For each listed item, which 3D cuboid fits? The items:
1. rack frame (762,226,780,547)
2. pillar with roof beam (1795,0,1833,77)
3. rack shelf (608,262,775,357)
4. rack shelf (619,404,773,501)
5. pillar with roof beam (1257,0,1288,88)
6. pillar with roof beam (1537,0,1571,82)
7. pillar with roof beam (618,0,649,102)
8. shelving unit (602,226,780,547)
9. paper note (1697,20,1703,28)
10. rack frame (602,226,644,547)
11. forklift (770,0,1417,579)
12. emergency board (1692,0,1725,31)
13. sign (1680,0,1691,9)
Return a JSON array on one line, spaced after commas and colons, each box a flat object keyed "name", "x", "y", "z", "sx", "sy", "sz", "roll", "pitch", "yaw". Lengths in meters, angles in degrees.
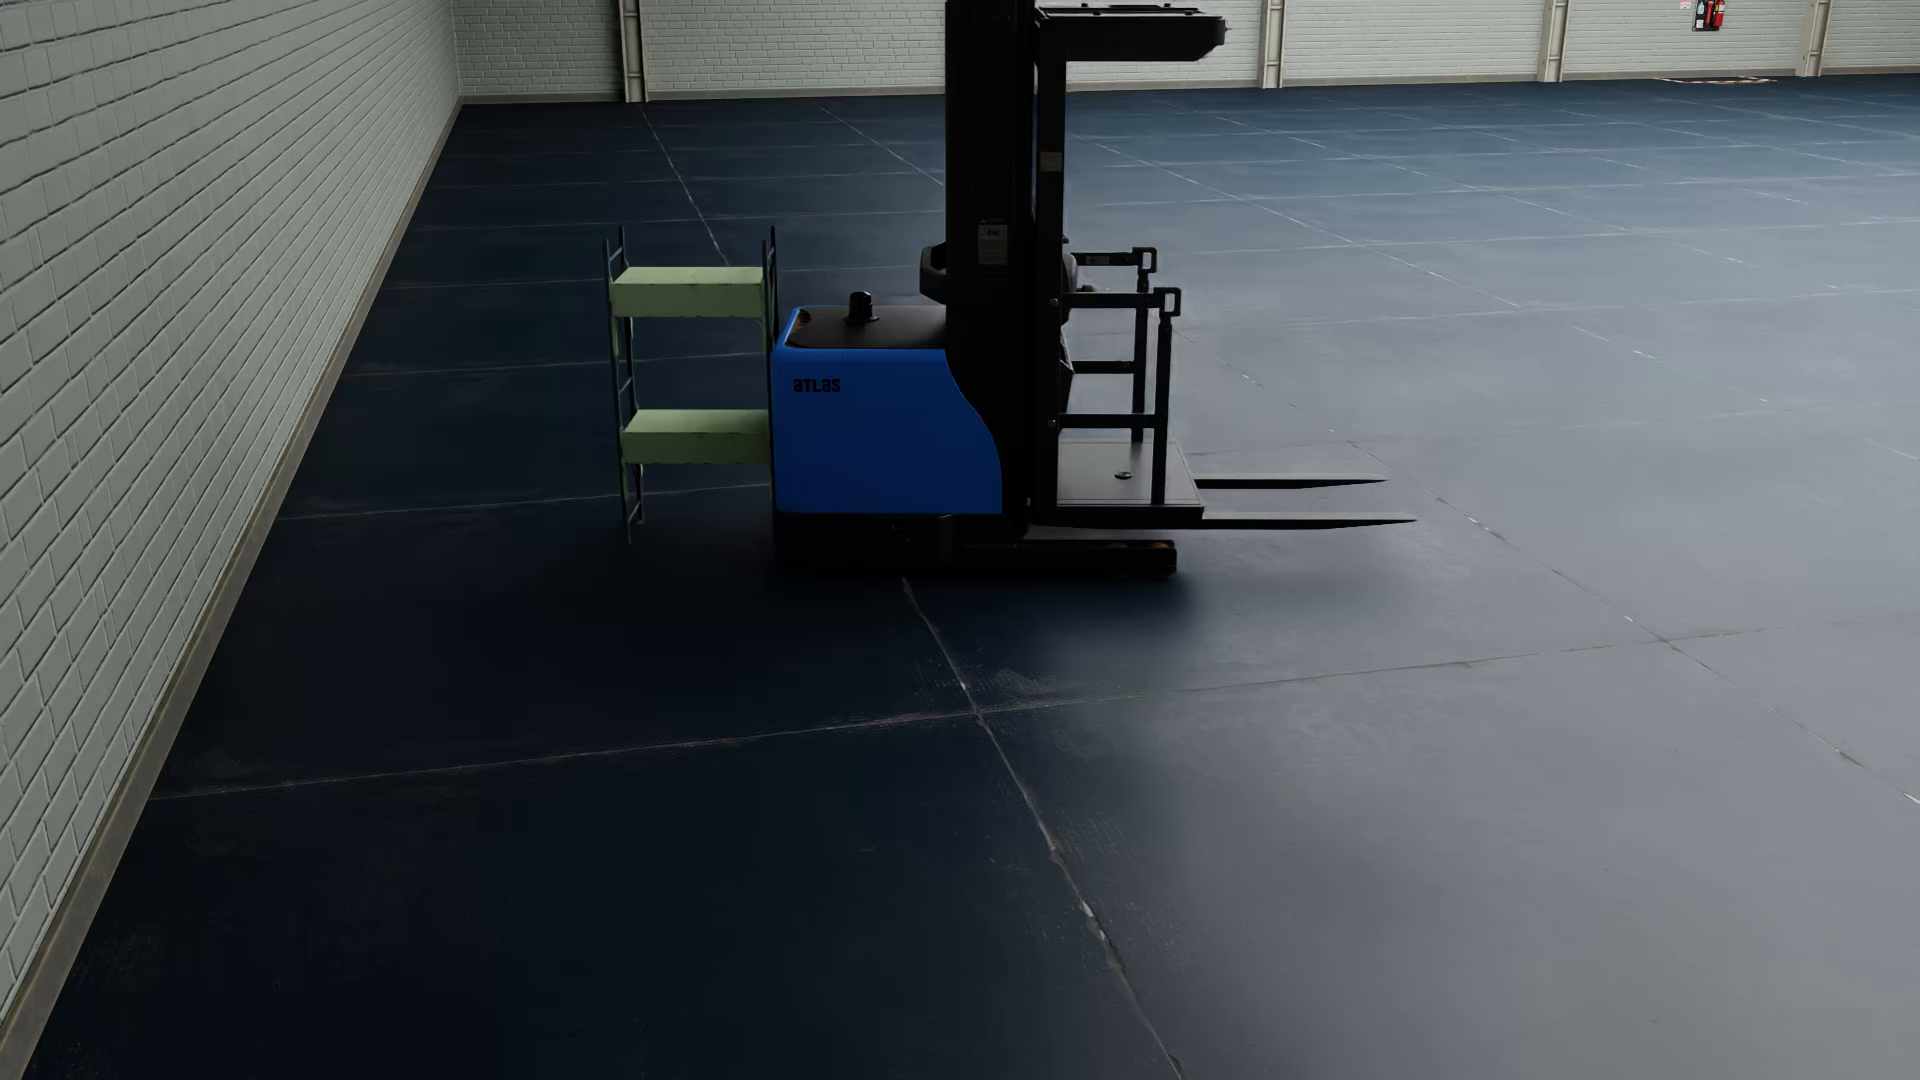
[{"name": "rack frame", "x": -0.898, "y": -0.739, "z": 8.070, "sx": 0.023, "sy": 1.500, "sz": 0.400, "roll": 0, "pitch": 20, "yaw": 0}, {"name": "pillar with roof beam", "x": 18.623, "y": -12.448, "z": 29.131, "sx": 0.400, "sy": 9.000, "sz": 9.100, "roll": -5, "pitch": 21, "yaw": -12}, {"name": "rack shelf", "x": -1.264, "y": -1.106, "z": 7.937, "sx": 0.720, "sy": 0.370, "sz": 0.431, "roll": 0, "pitch": 20, "yaw": 0}, {"name": "rack shelf", "x": -1.264, "y": -0.434, "z": 8.183, "sx": 0.720, "sy": 0.370, "sz": 0.431, "roll": 0, "pitch": 20, "yaw": 0}, {"name": "pillar with roof beam", "x": 6.945, "y": -11.498, "z": 26.538, "sx": 0.400, "sy": 9.000, "sz": 9.100, "roll": -5, "pitch": 21, "yaw": -12}, {"name": "pillar with roof beam", "x": 12.784, "y": -11.973, "z": 27.834, "sx": 0.400, "sy": 9.000, "sz": 9.100, "roll": -5, "pitch": 21, "yaw": -12}, {"name": "pillar with roof beam", "x": -4.732, "y": -10.548, "z": 23.945, "sx": 0.400, "sy": 9.000, "sz": 9.100, "roll": -5, "pitch": 21, "yaw": -12}, {"name": "shelving unit", "x": -1.264, "y": -0.740, "z": 8.071, "sx": 0.755, "sy": 1.500, "sz": 0.431, "roll": 0, "pitch": 20, "yaw": 0}, {"name": "paper note", "x": 15.031, "y": -10.485, "z": 33.774, "sx": 0.142, "sy": 0.148, "sz": 0.016, "roll": -5, "pitch": 21, "yaw": -12}, {"name": "rack frame", "x": -1.630, "y": -0.740, "z": 8.072, "sx": 0.023, "sy": 1.500, "sz": 0.400, "roll": 0, "pitch": 20, "yaw": 0}, {"name": "forklift", "x": 0.647, "y": -1.380, "z": 7.737, "sx": 3.031, "sy": 2.935, "sz": 1.130, "roll": 0, "pitch": 20, "yaw": 0}, {"name": "emergency board", "x": 15.219, "y": -10.889, "z": 33.597, "sx": 0.643, "sy": 1.169, "sz": 0.194, "roll": -5, "pitch": 21, "yaw": -12}, {"name": "sign", "x": 14.657, "y": -10.897, "z": 33.566, "sx": 0.234, "sy": 0.329, "sz": 0.001, "roll": -5, "pitch": 21, "yaw": -12}]
